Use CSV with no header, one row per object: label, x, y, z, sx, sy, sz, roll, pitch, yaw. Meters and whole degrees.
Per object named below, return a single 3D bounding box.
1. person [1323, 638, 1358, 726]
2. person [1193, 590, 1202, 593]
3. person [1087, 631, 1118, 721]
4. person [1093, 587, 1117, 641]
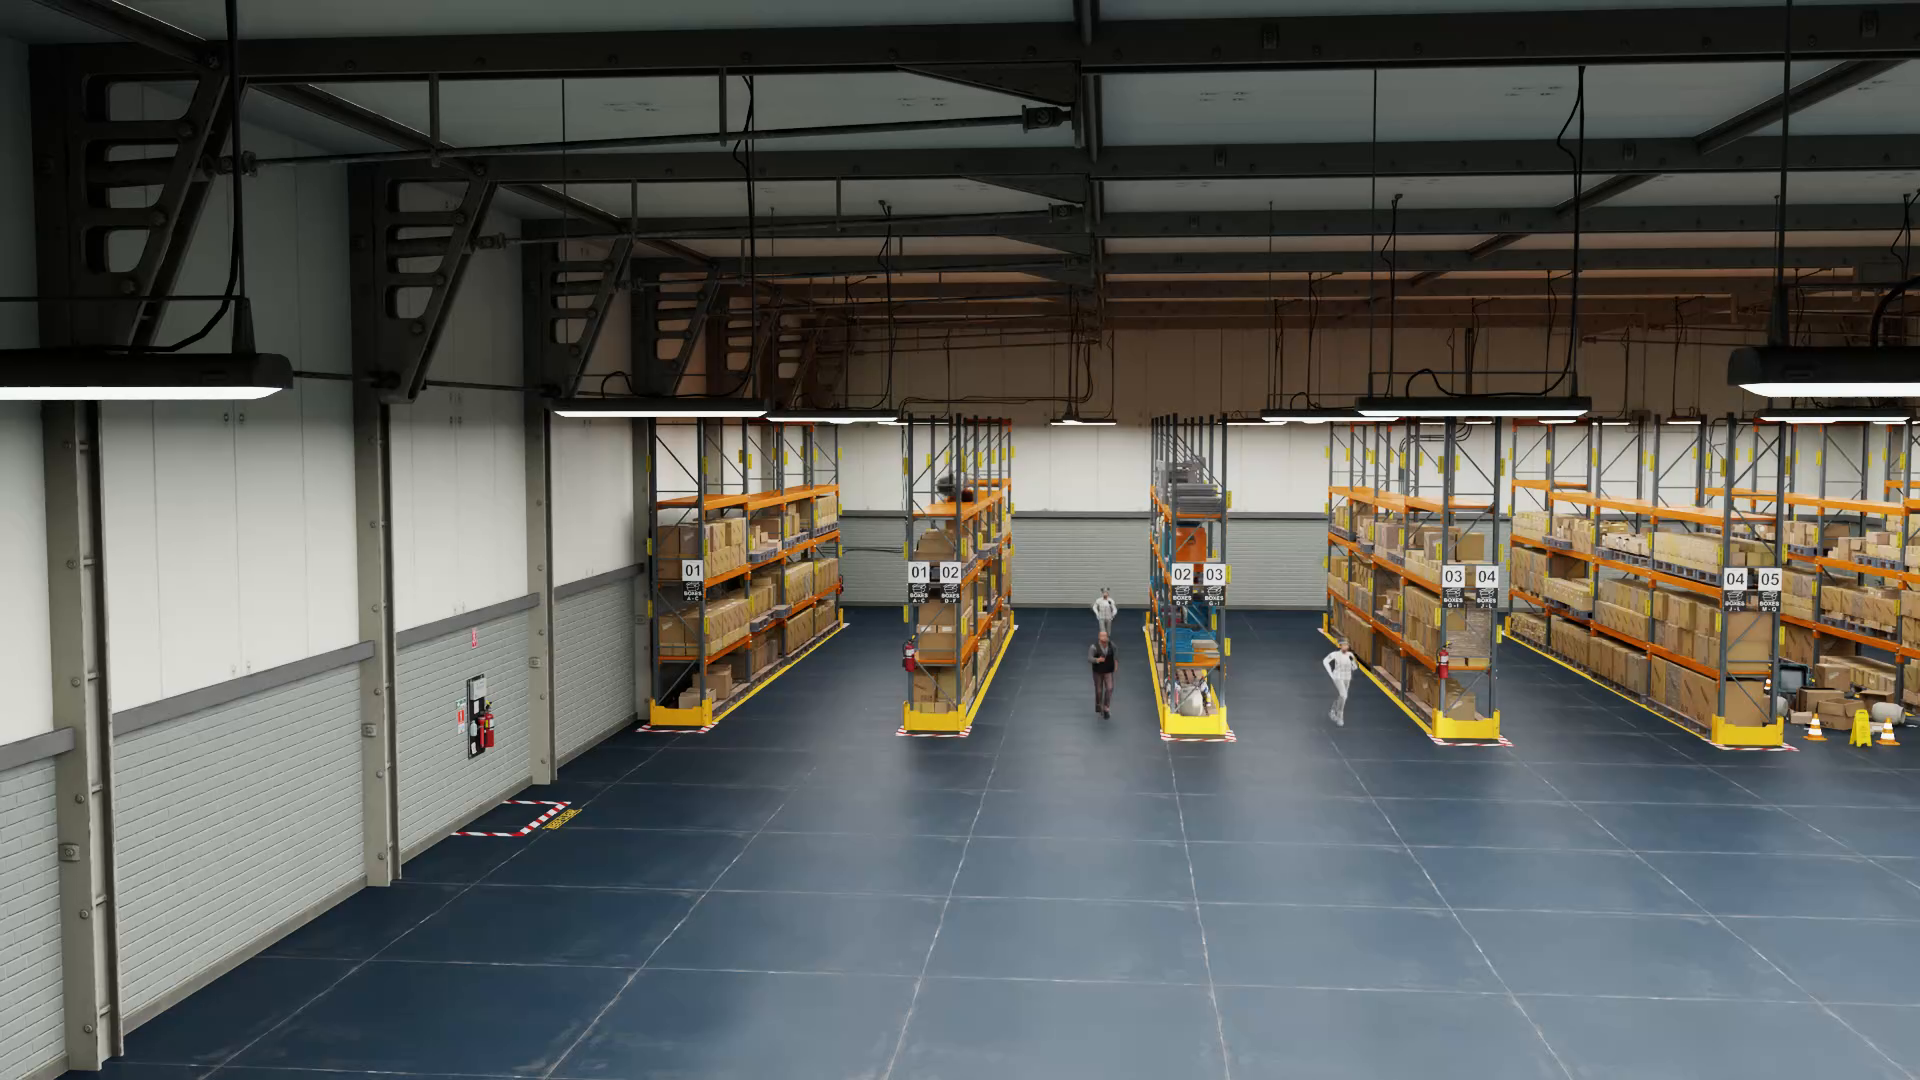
person,7.377,2.726,32.162,0.595,1.719,0.759,-1,4,-19
person,6.979,1.536,49.273,0.897,1.815,0.668,2,4,29
person,2.824,2.660,32.909,0.678,1.764,0.851,-1,4,-8
person,3.714,2.038,42.591,0.618,1.684,0.744,0,4,3
